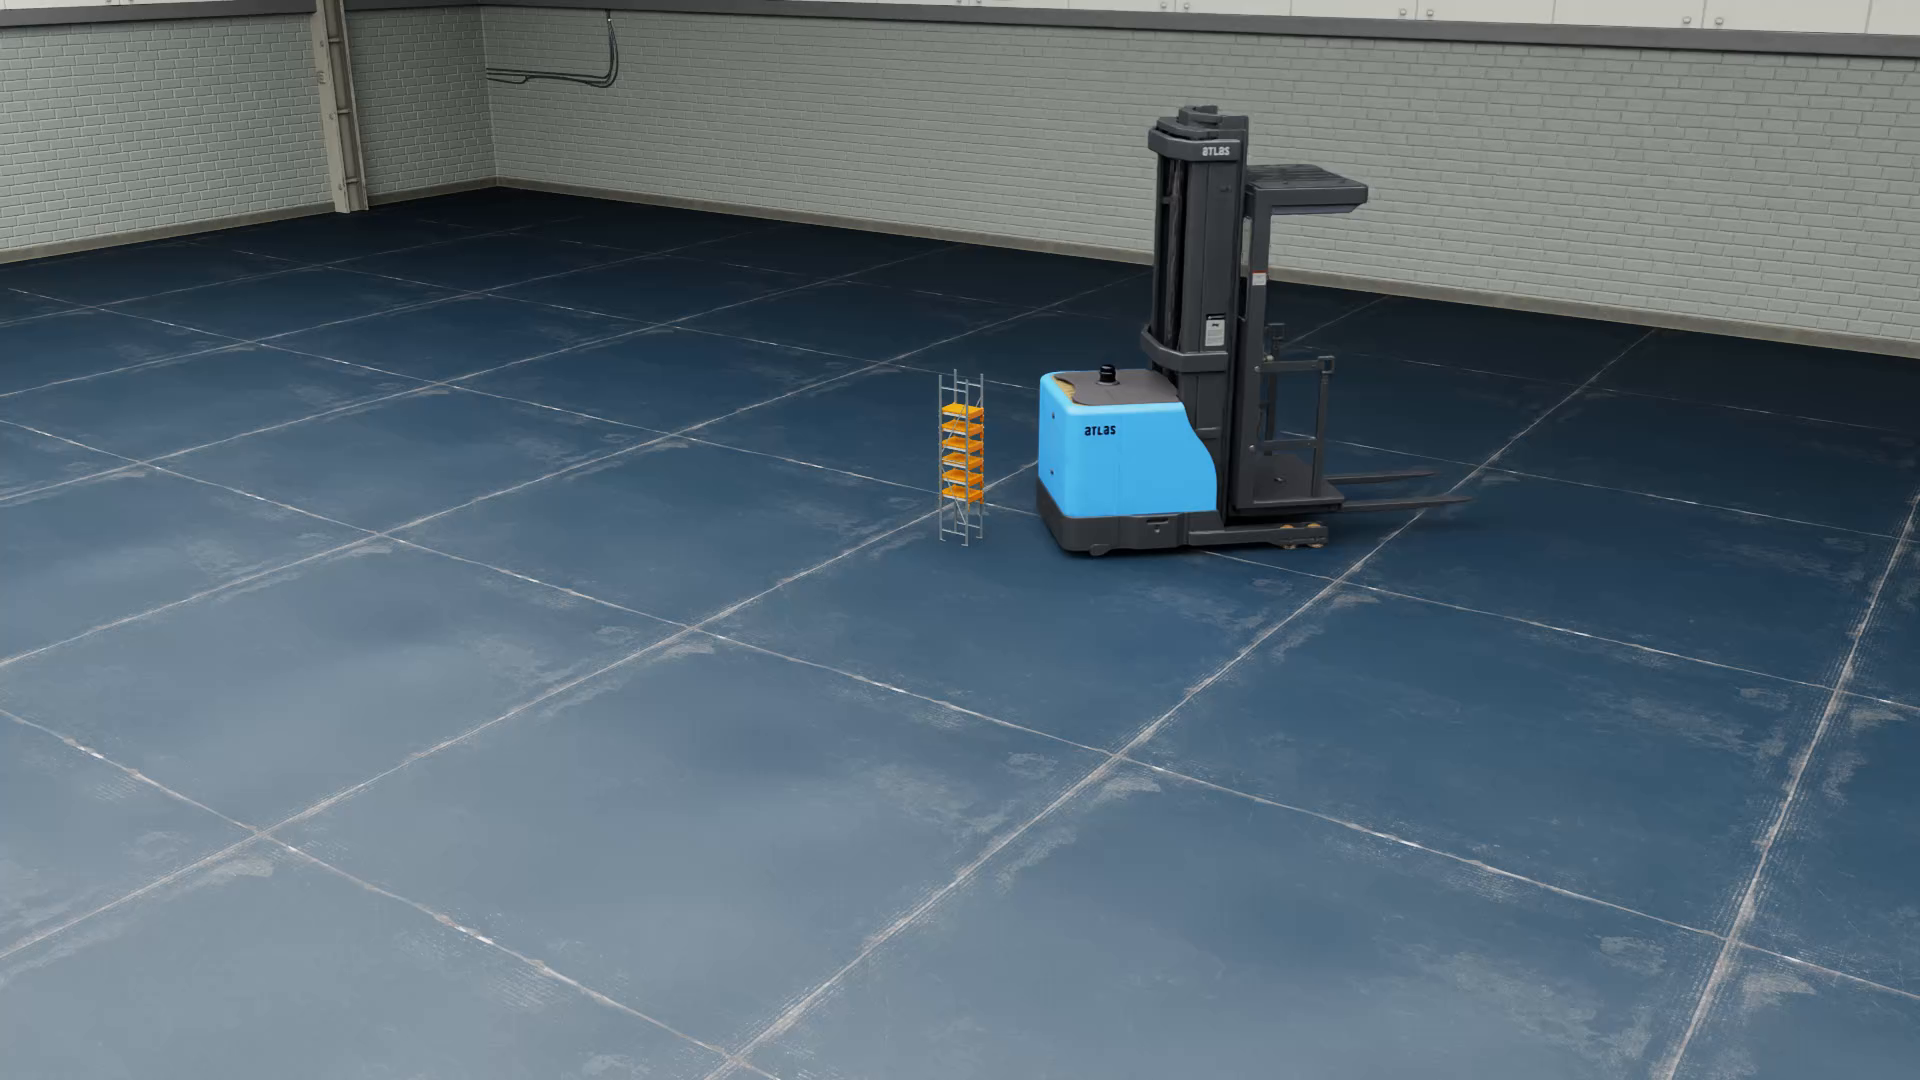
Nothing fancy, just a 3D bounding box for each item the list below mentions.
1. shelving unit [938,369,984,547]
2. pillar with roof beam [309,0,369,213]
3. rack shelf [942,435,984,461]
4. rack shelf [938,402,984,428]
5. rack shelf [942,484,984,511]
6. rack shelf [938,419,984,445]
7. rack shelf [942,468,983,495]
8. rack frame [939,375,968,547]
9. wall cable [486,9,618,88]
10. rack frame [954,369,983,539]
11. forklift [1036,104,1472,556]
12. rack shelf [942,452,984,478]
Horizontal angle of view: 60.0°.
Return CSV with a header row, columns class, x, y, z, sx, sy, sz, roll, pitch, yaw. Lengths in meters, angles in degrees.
class,x,y,z,sx,sy,sz,roll,pitch,yaw
shelving unit,0.008,-0.567,11.568,0.258,1.200,0.189,13,24,32
pillar with roof beam,-5.713,-8.405,21.517,9.100,9.000,0.400,13,24,32
rack shelf,0.008,-0.638,11.542,0.258,0.103,0.180,13,24,32
rack shelf,0.008,-0.863,11.459,0.258,0.103,0.180,13,24,32
rack shelf,0.008,-0.300,11.667,0.258,0.103,0.180,13,24,32
rack shelf,0.008,-0.750,11.500,0.258,0.103,0.180,13,24,32
rack shelf,0.008,-0.413,11.625,0.258,0.103,0.180,13,24,32
rack frame,-0.043,-0.541,11.497,0.240,1.200,0.006,13,24,32
wall cable,-6.523,-8.376,25.913,3.097,2.526,0.112,13,24,32
rack frame,0.060,-0.593,11.639,0.240,1.200,0.006,13,24,32
forklift,2.122,-1.488,11.563,3.031,2.935,1.130,-3,21,-9
rack shelf,0.008,-0.525,11.583,0.258,0.103,0.180,13,24,32
